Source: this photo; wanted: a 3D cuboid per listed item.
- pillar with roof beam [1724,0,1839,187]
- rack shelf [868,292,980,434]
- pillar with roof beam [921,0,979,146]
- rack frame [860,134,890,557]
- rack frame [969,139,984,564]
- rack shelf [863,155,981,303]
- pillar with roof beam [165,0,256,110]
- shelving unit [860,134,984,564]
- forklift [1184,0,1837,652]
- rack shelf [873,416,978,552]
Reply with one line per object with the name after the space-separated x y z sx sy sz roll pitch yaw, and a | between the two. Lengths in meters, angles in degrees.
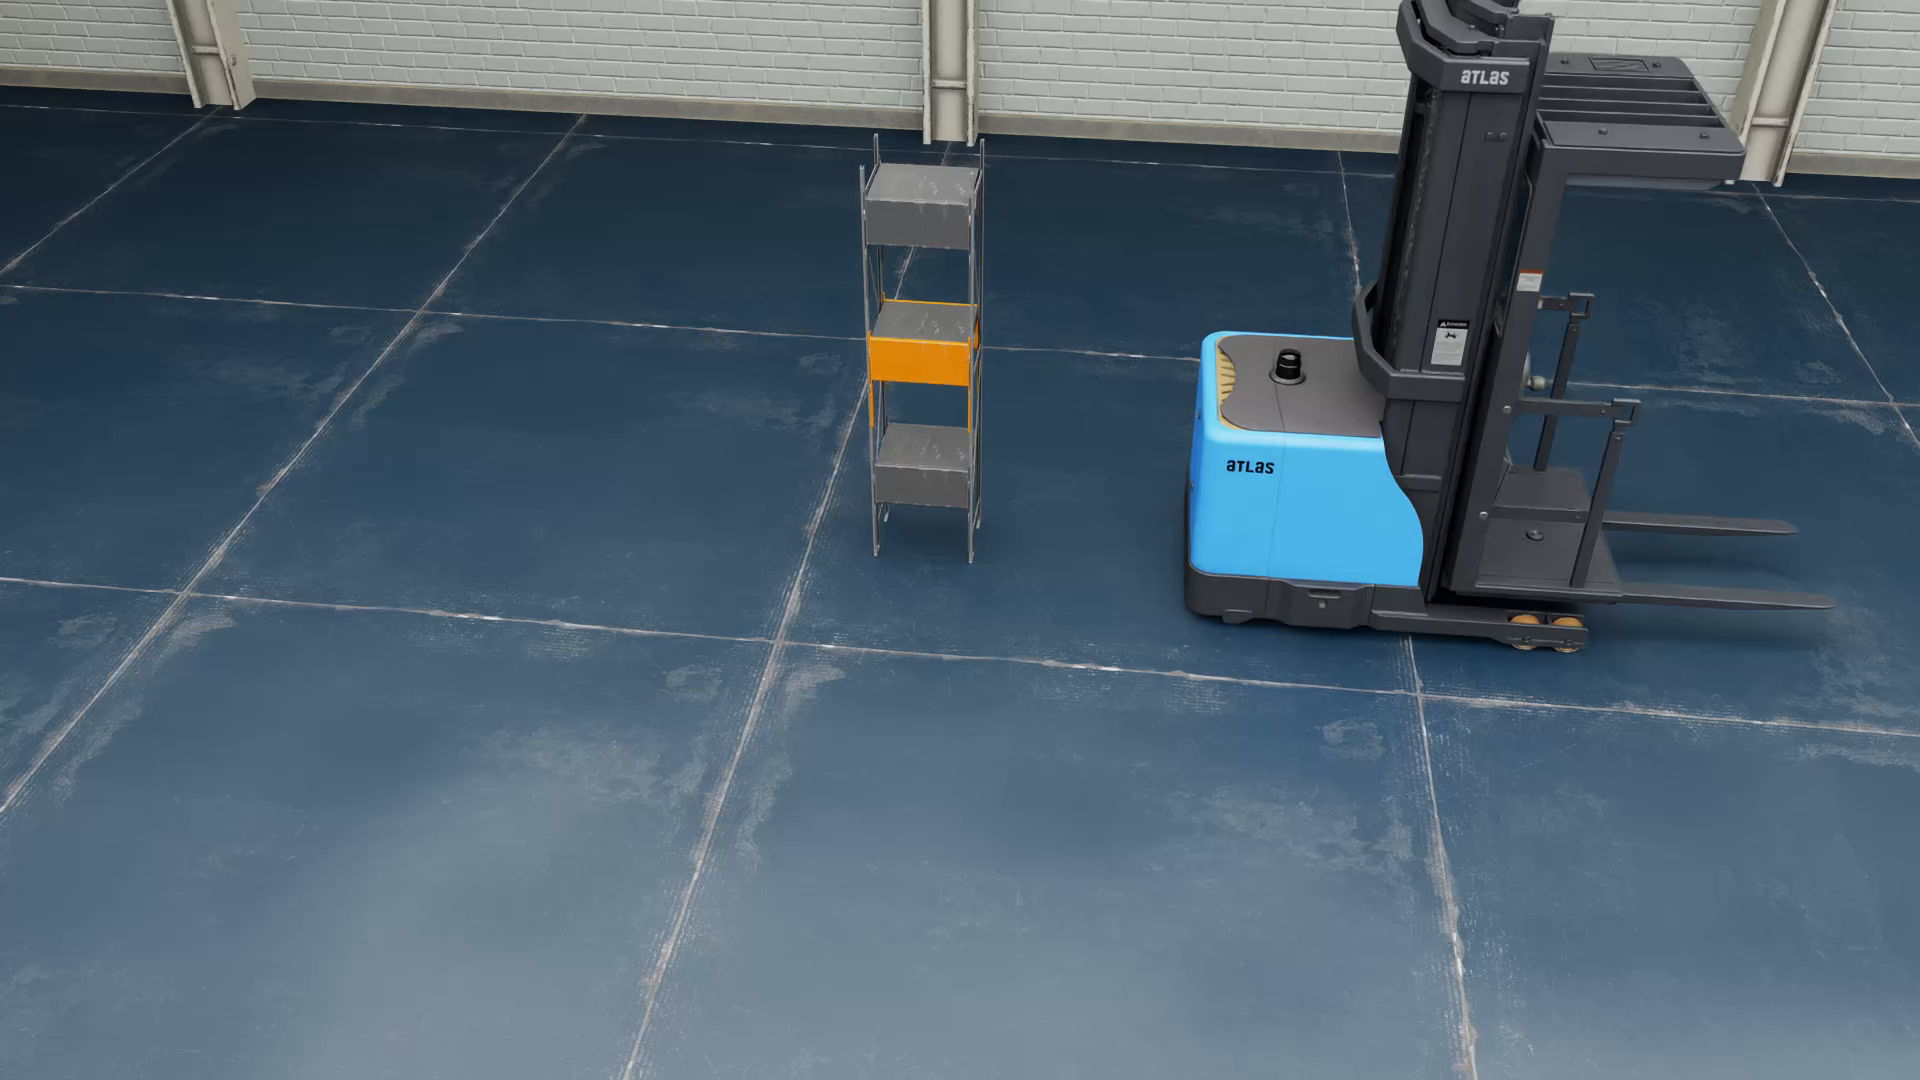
5.332 -3.891 6.313 0.400 9.000 9.100 4 36 6 | pillar with roof beam
-0.164 -0.856 8.022 0.480 0.518 0.431 4 36 6 | rack shelf
-0.619 -4.335 6.935 0.400 9.000 9.100 4 36 6 | pillar with roof beam
-0.406 -0.885 8.040 0.015 2.100 0.400 4 36 6 | rack frame
0.078 -0.849 7.989 0.015 2.100 0.400 4 36 6 | rack frame
-0.164 -1.426 7.616 0.480 0.518 0.431 4 36 6 | rack shelf
-6.570 -4.779 7.557 0.400 9.000 9.100 4 36 6 | pillar with roof beam
-0.164 -0.867 8.014 0.503 2.100 0.431 4 36 6 | shelving unit
2.641 -0.989 7.469 3.031 2.935 1.130 4 36 5 | forklift
-0.164 -0.286 8.429 0.480 0.518 0.431 4 36 6 | rack shelf
